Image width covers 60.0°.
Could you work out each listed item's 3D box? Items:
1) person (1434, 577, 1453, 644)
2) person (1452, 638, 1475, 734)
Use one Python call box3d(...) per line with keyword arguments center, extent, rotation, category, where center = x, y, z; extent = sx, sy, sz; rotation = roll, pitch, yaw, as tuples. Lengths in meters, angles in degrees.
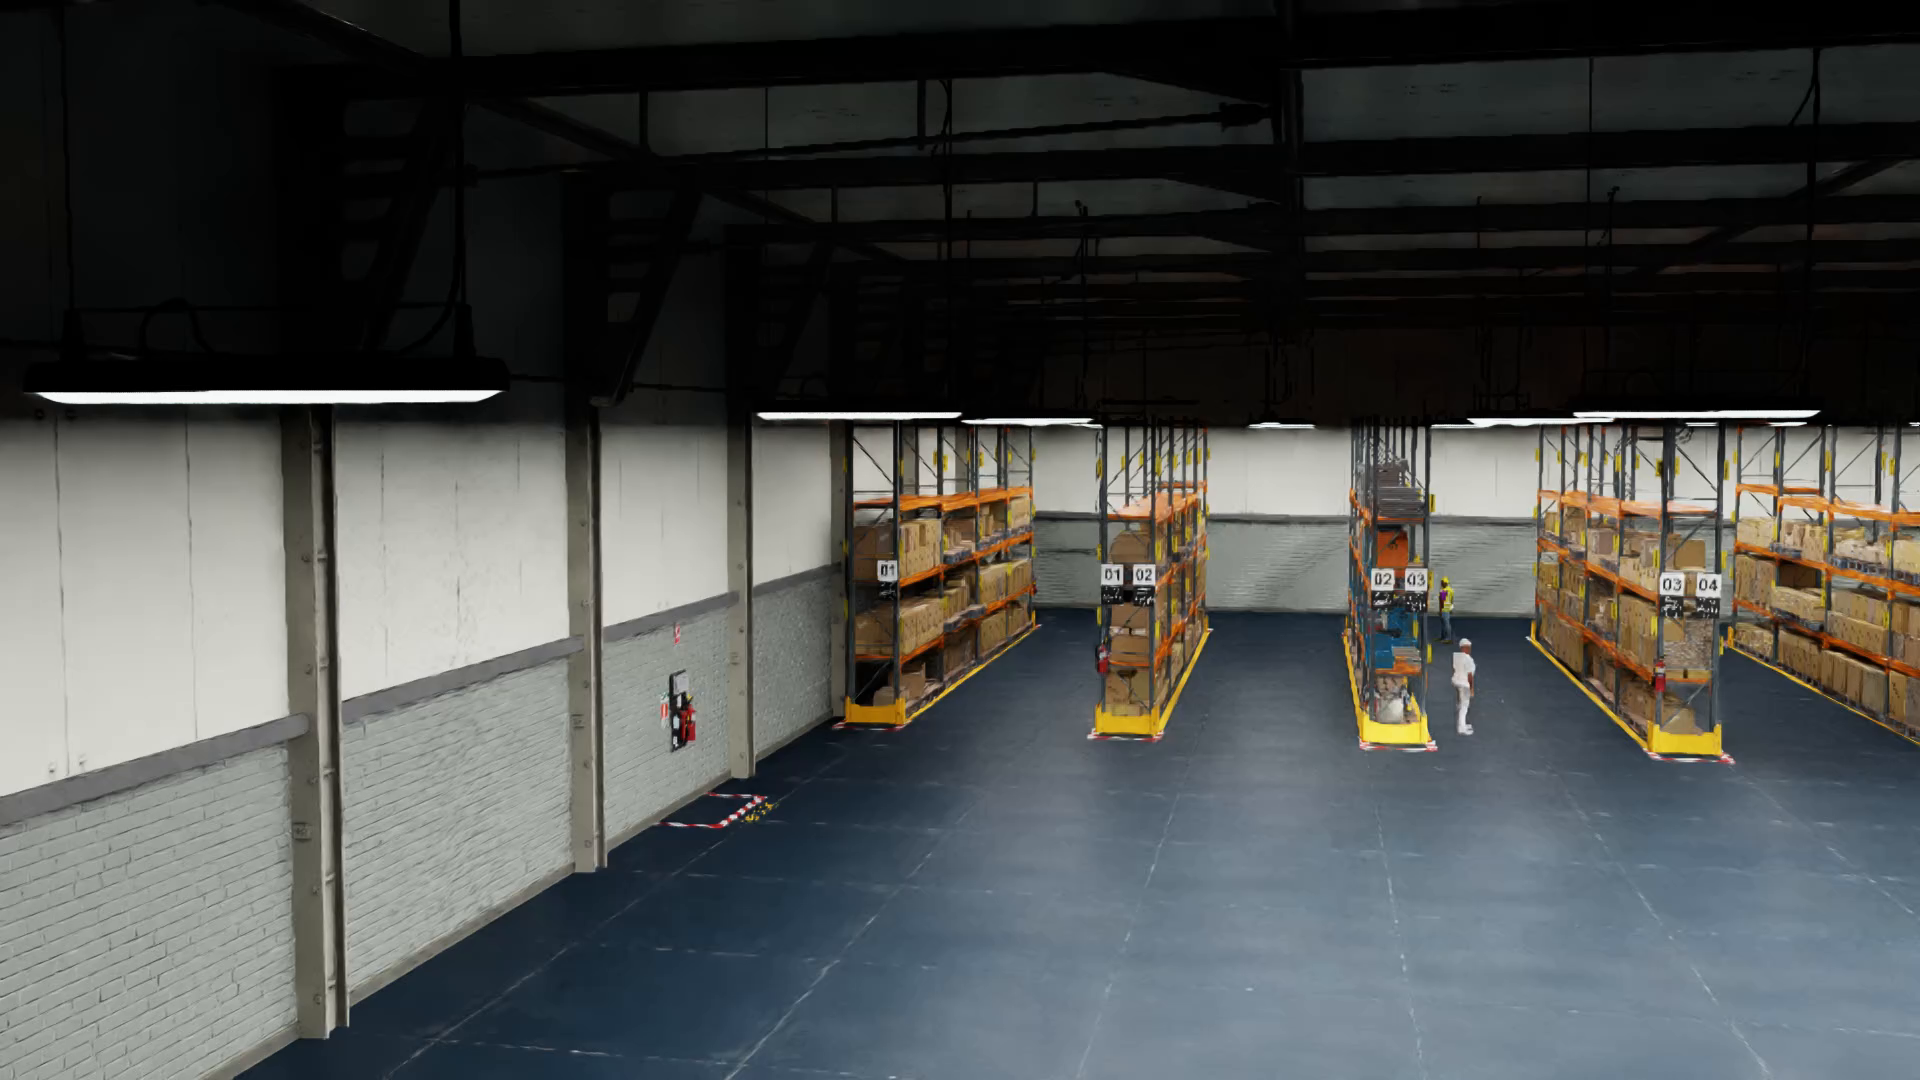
box3d(center=(12.955, 1.865, 44.495), extent=(0.591, 1.763, 0.684), rotation=(2, 5, 33), category="person")
box3d(center=(9.533, 2.729, 31.353), extent=(0.469, 1.766, 0.642), rotation=(-1, 4, -12), category="person")
